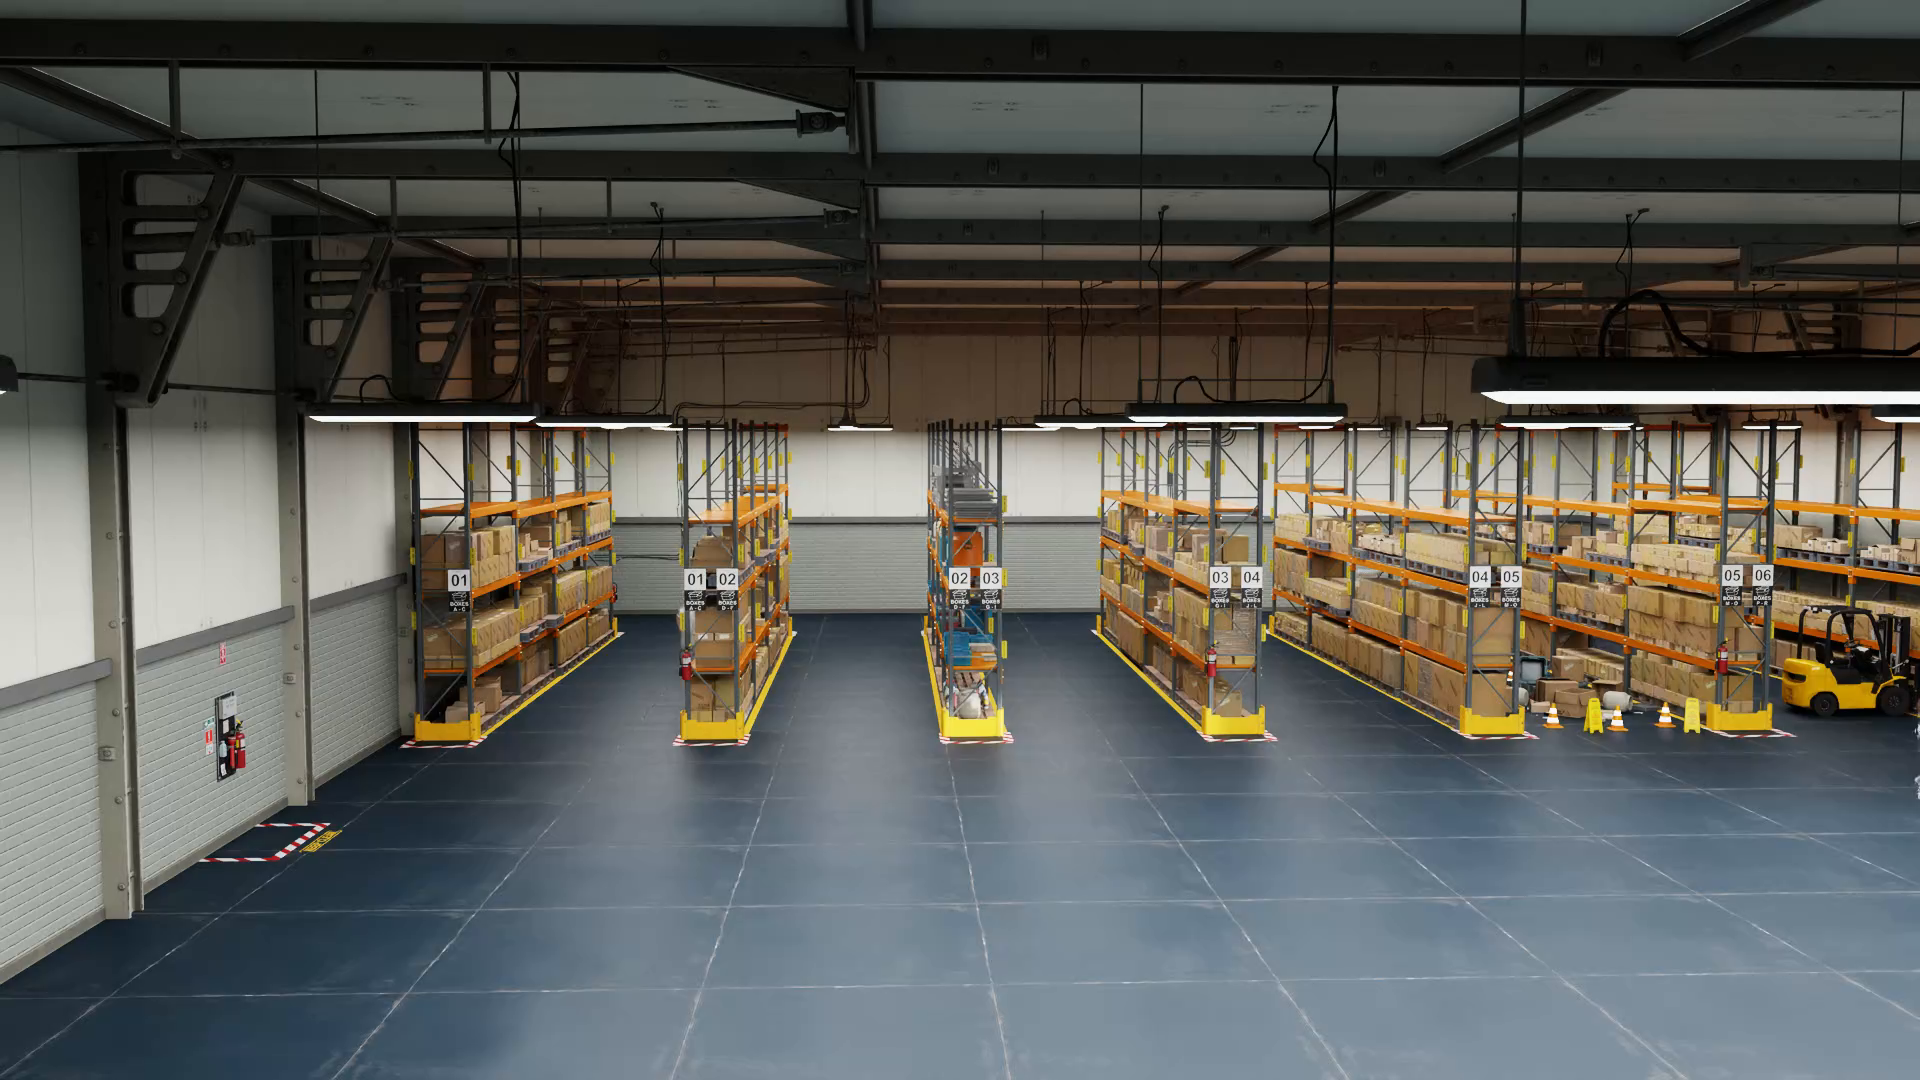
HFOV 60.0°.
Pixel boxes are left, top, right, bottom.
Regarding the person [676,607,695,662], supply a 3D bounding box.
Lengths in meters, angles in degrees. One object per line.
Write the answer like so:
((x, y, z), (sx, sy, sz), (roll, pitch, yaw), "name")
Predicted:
((-6.621, 2.239, 40.702), (0.710, 1.757, 0.563), (0, 4, 1), "person")

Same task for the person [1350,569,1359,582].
((11.549, 1.717, 48.912), (0.697, 1.764, 0.627), (-1, 4, -9), "person")
